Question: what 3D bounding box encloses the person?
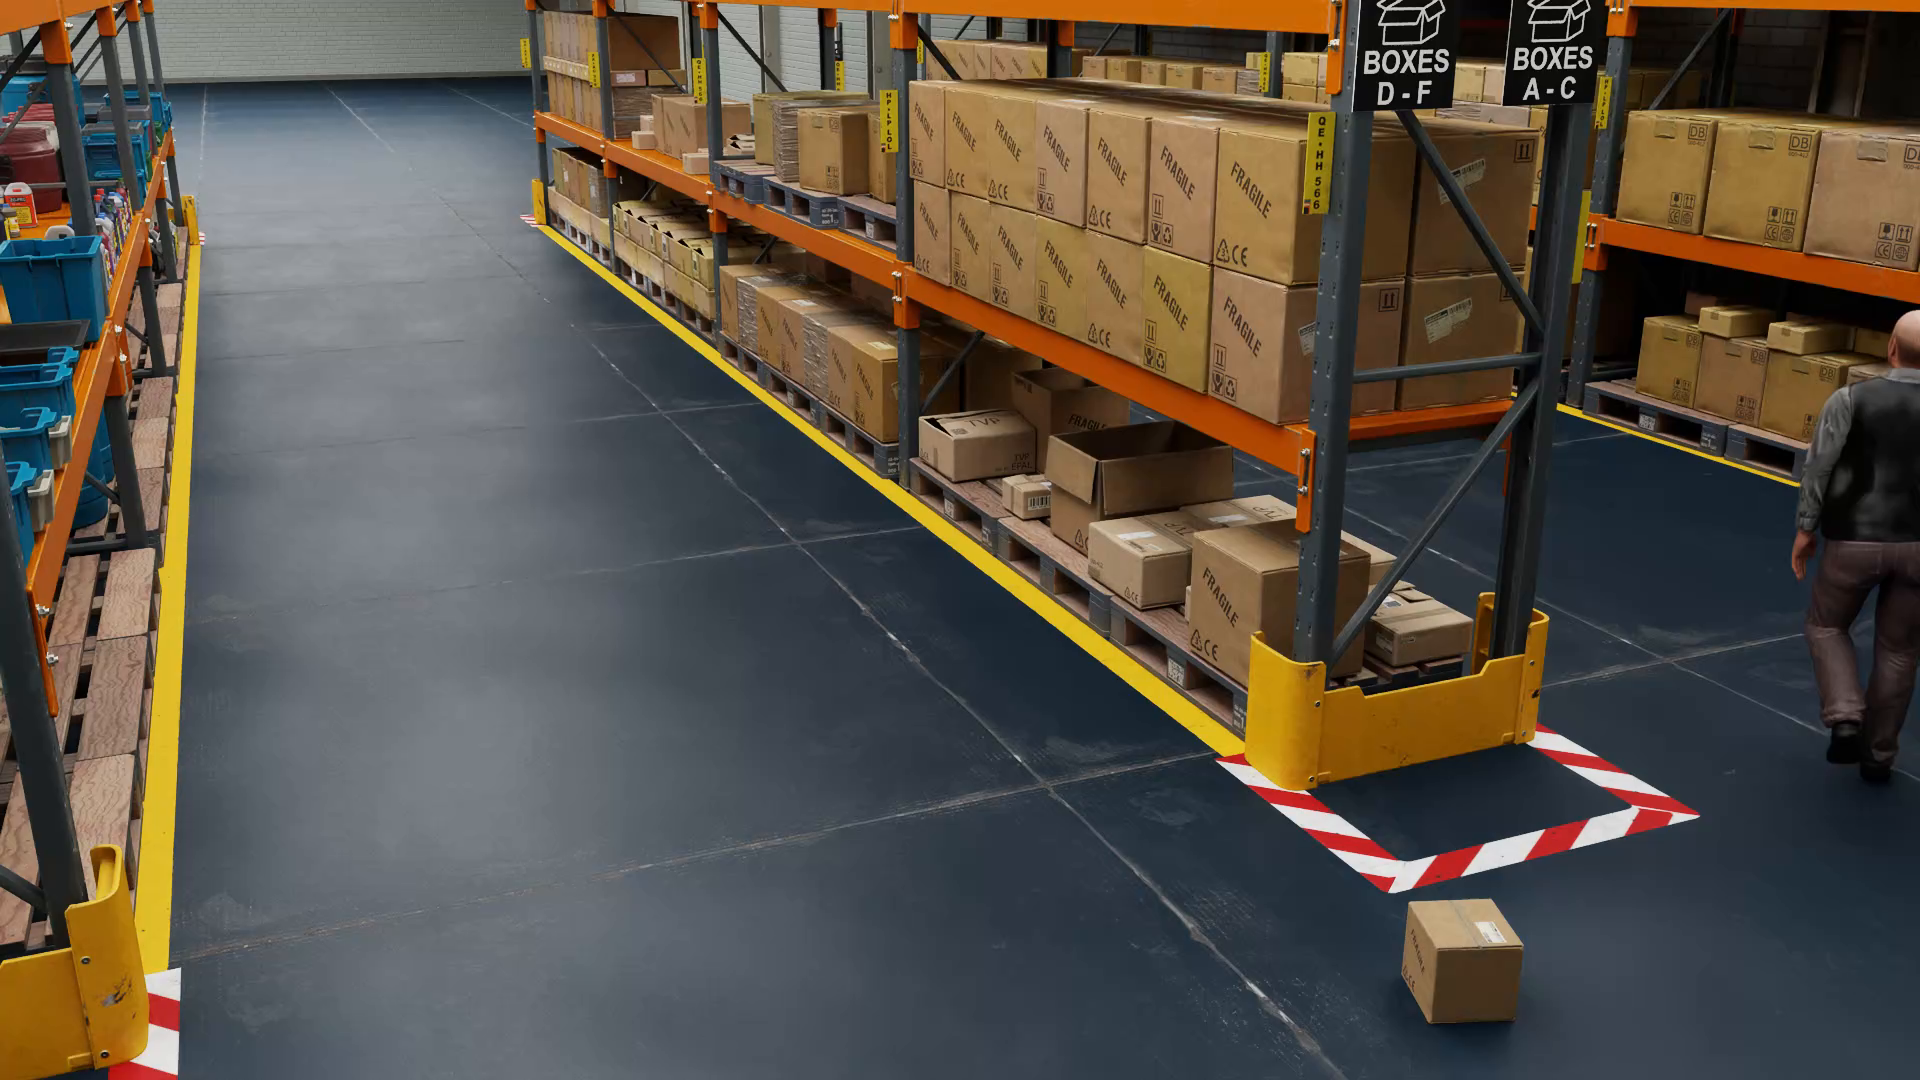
[{"bbox_3d":[3.289,0.040,5.956,0.570,1.703,0.496,8,20,22],"label":"person"}]
